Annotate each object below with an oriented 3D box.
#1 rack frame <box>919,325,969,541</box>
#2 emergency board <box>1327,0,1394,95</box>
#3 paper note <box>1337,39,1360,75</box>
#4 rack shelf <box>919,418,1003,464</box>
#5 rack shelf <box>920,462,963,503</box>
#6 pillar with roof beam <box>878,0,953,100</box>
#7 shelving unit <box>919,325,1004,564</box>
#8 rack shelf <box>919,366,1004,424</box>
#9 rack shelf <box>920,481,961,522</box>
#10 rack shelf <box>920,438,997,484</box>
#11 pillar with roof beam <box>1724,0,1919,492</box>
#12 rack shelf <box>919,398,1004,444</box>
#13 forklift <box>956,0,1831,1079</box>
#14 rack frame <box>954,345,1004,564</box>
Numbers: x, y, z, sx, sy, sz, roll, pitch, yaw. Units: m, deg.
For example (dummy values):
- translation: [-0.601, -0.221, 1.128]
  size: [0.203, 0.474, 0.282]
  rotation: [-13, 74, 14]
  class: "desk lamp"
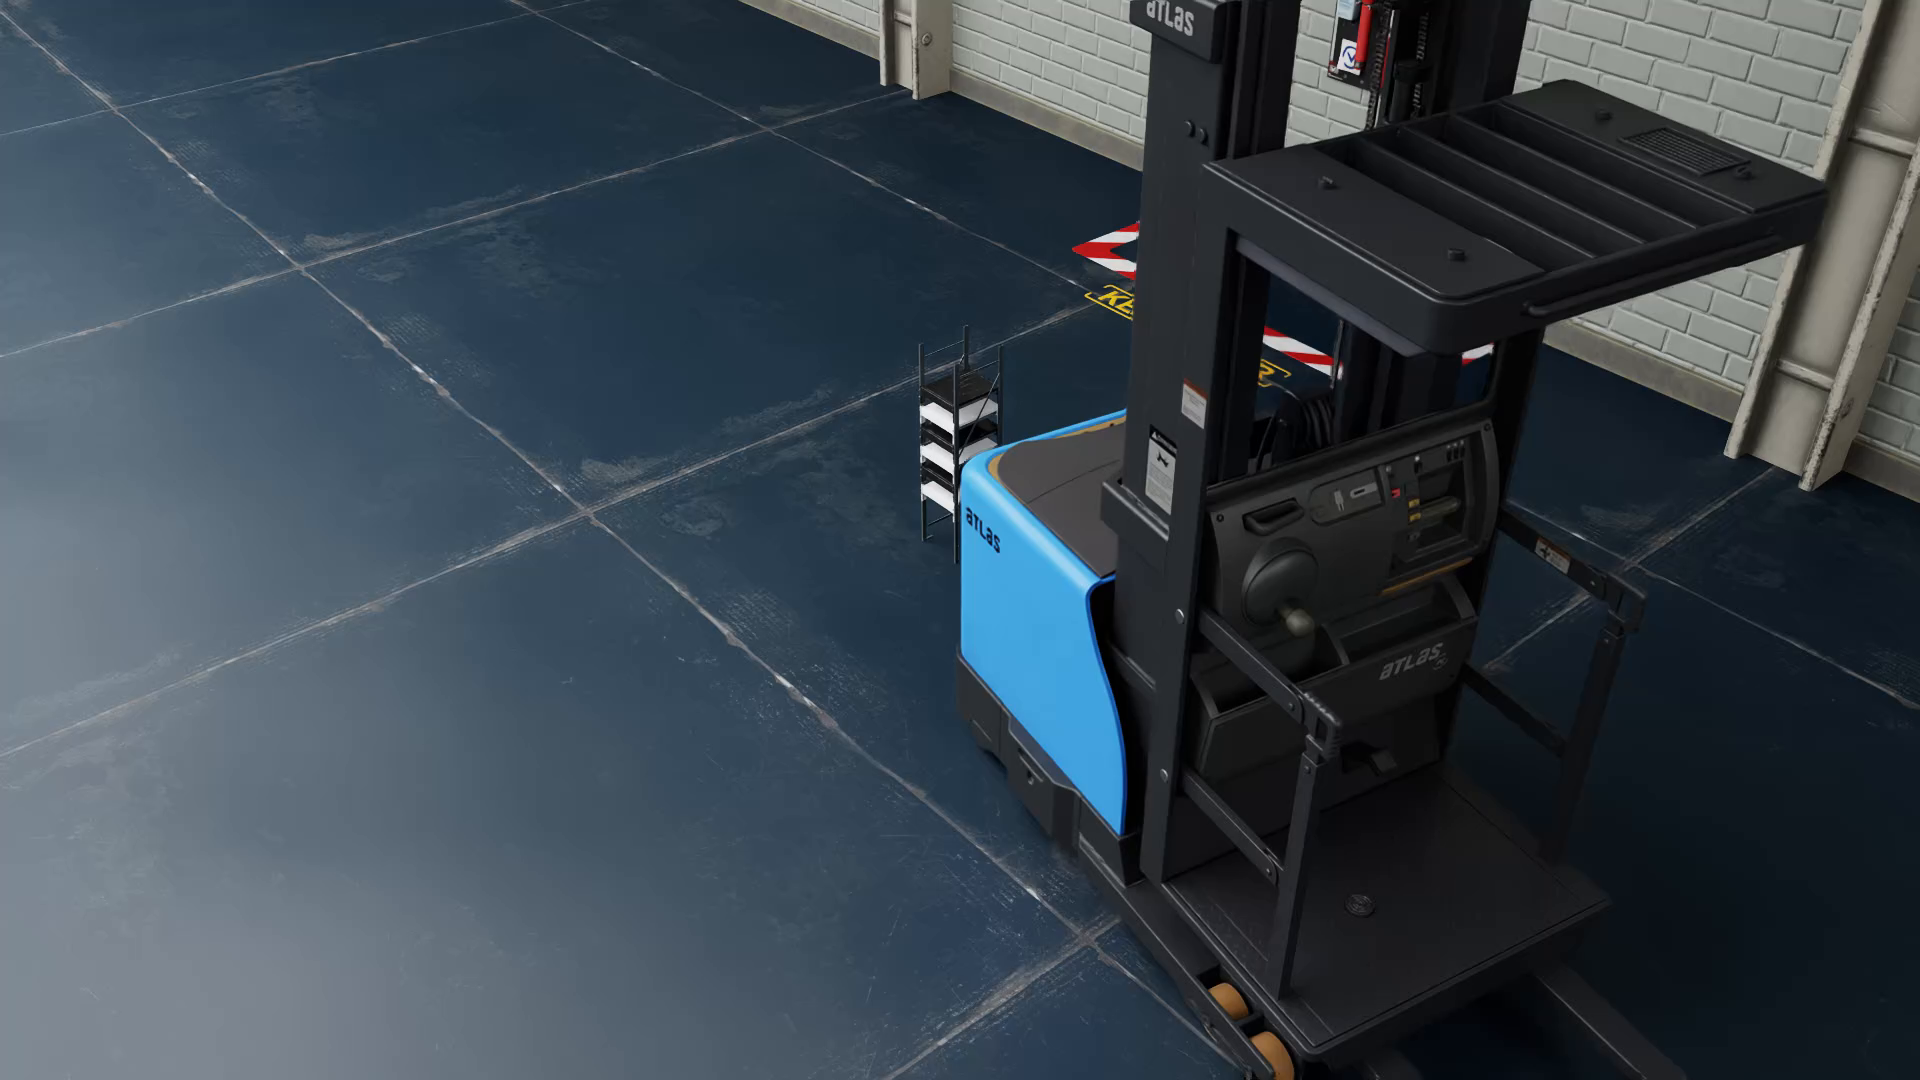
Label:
- translation: [-0.060, -0.409, 6.548]
  size: [0.240, 0.900, 0.006]
  rotation: [-26, 43, -32]
  class: "rack frame"
- translation: [2.021, -2.676, 7.933]
  size: [0.194, 1.169, 0.643]
  rotation: [-26, 43, -32]
  class: "emergency board"
- translation: [1.959, -2.421, 8.335]
  size: [0.016, 0.148, 0.142]
  rotation: [-26, 43, -32]
  class: "paper note"
- translation: [0.005, -0.410, 6.452]
  size: [0.258, 0.077, 0.200]
  rotation: [-26, 43, -32]
  class: "rack shelf"
- translation: [0.005, -0.263, 6.556]
  size: [0.258, 0.077, 0.200]
  rotation: [-26, 43, -32]
  class: "rack shelf"
- translation: [-3.574, -5.062, 6.112]
  size: [9.100, 9.000, 0.400]
  rotation: [-26, 43, -32]
  class: "pillar with roof beam"
- translation: [0.005, -0.364, 6.485]
  size: [0.258, 0.900, 0.210]
  rotation: [-26, 43, -32]
  class: "shelving unit"
- translation: [0.005, -0.557, 6.348]
  size: [0.258, 0.077, 0.200]
  rotation: [-26, 43, -32]
  class: "rack shelf"
- translation: [0.005, -0.190, 6.608]
  size: [0.258, 0.077, 0.200]
  rotation: [-26, 43, -32]
  class: "rack shelf"
- translation: [0.005, -0.336, 6.504]
  size: [0.258, 0.077, 0.200]
  rotation: [-26, 43, -32]
  class: "rack shelf"
- translation: [0.298, -2.413, 2.372]
  size: [9.100, 9.000, 0.400]
  rotation: [-26, 43, -32]
  class: "pillar with roof beam"
- translation: [0.005, -0.483, 6.400]
  size: [0.258, 0.077, 0.200]
  rotation: [-26, 43, -32]
  class: "rack shelf"
- translation: [1.144, 0.027, 4.176]
  size: [1.130, 2.935, 3.031]
  rotation: [-18, 39, -23]
  class: "forklift"
- translation: [0.071, -0.319, 6.421]
  size: [0.240, 0.900, 0.006]
  rotation: [-26, 43, -32]
  class: "rack frame"
